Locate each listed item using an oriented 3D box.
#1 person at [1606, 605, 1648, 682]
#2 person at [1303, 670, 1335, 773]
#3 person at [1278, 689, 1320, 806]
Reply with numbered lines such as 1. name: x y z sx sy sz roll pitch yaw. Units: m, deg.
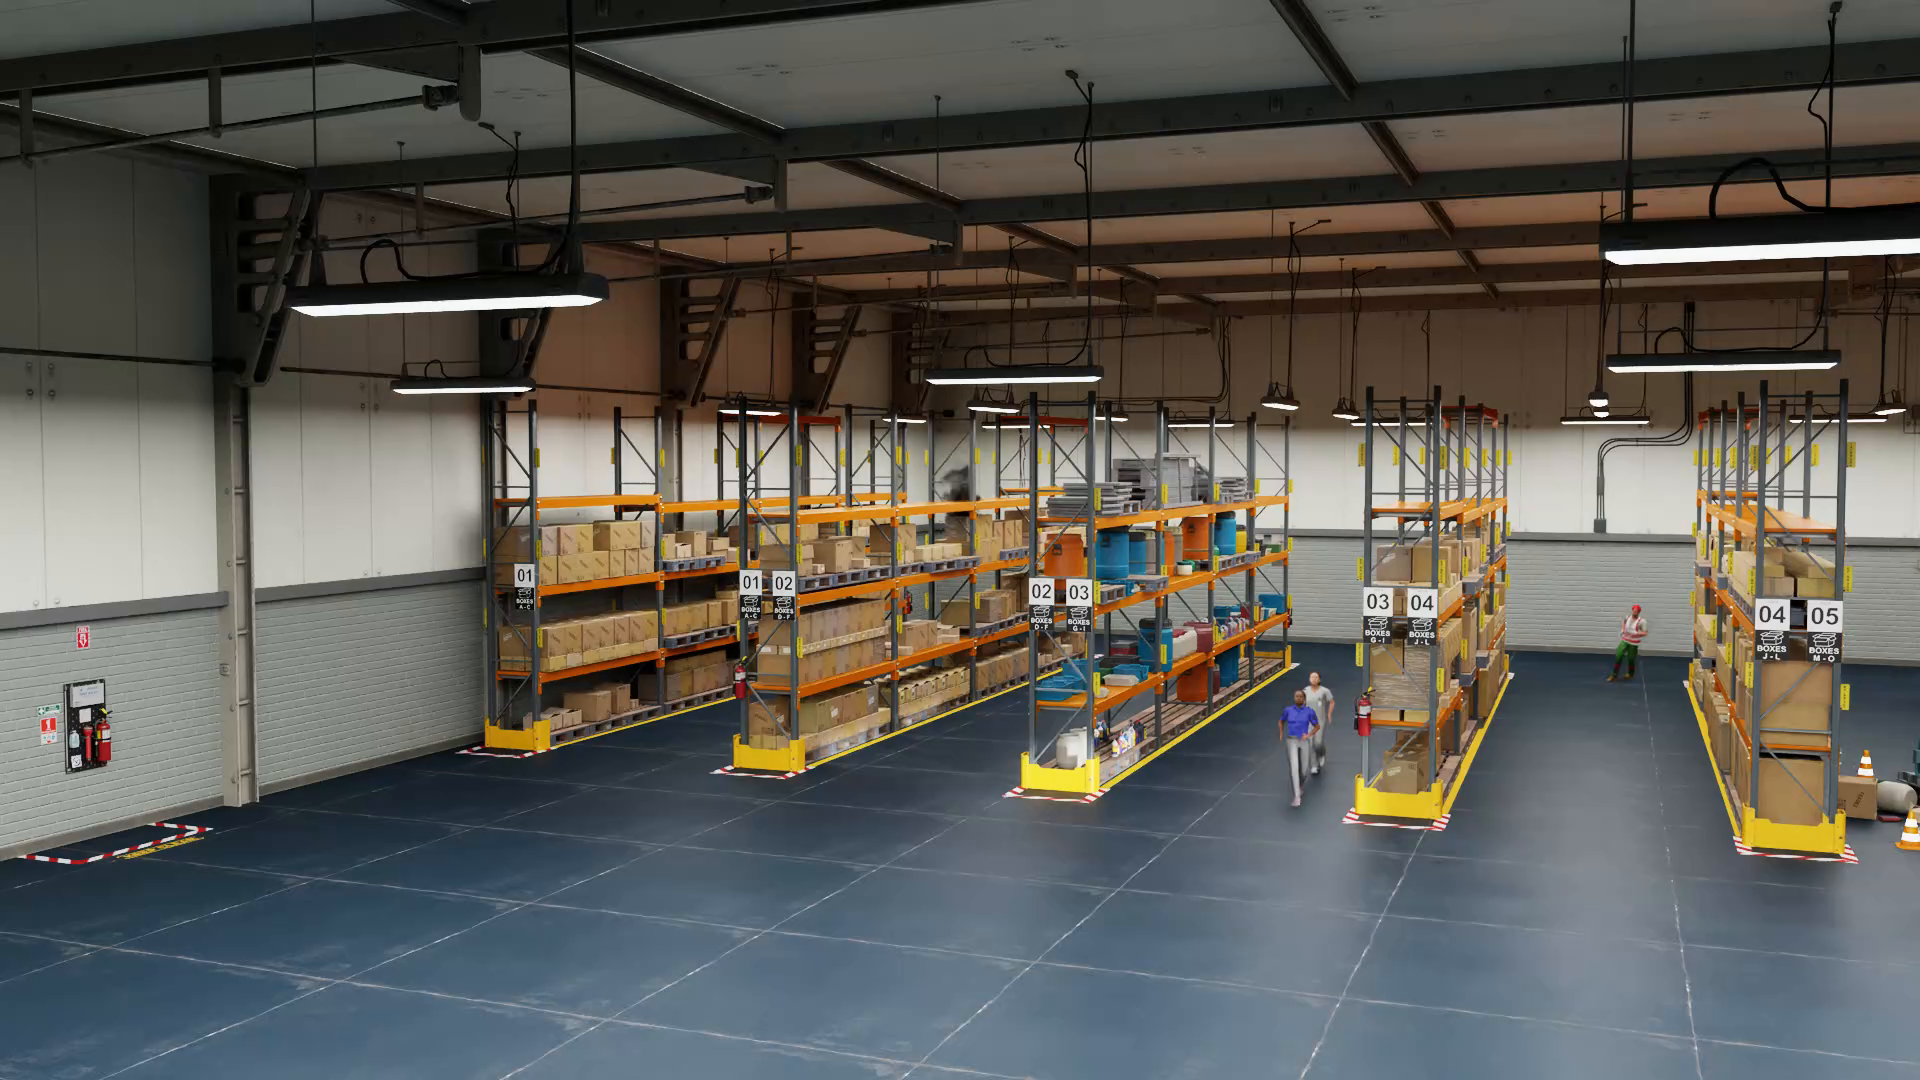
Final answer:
1. person: 14.916 2.288 36.965 0.782 1.746 0.871 3 4 44
2. person: 5.637 2.893 26.389 0.558 1.618 0.550 1 3 20
3. person: 4.945 3.020 24.249 0.601 1.664 0.753 0 3 9
